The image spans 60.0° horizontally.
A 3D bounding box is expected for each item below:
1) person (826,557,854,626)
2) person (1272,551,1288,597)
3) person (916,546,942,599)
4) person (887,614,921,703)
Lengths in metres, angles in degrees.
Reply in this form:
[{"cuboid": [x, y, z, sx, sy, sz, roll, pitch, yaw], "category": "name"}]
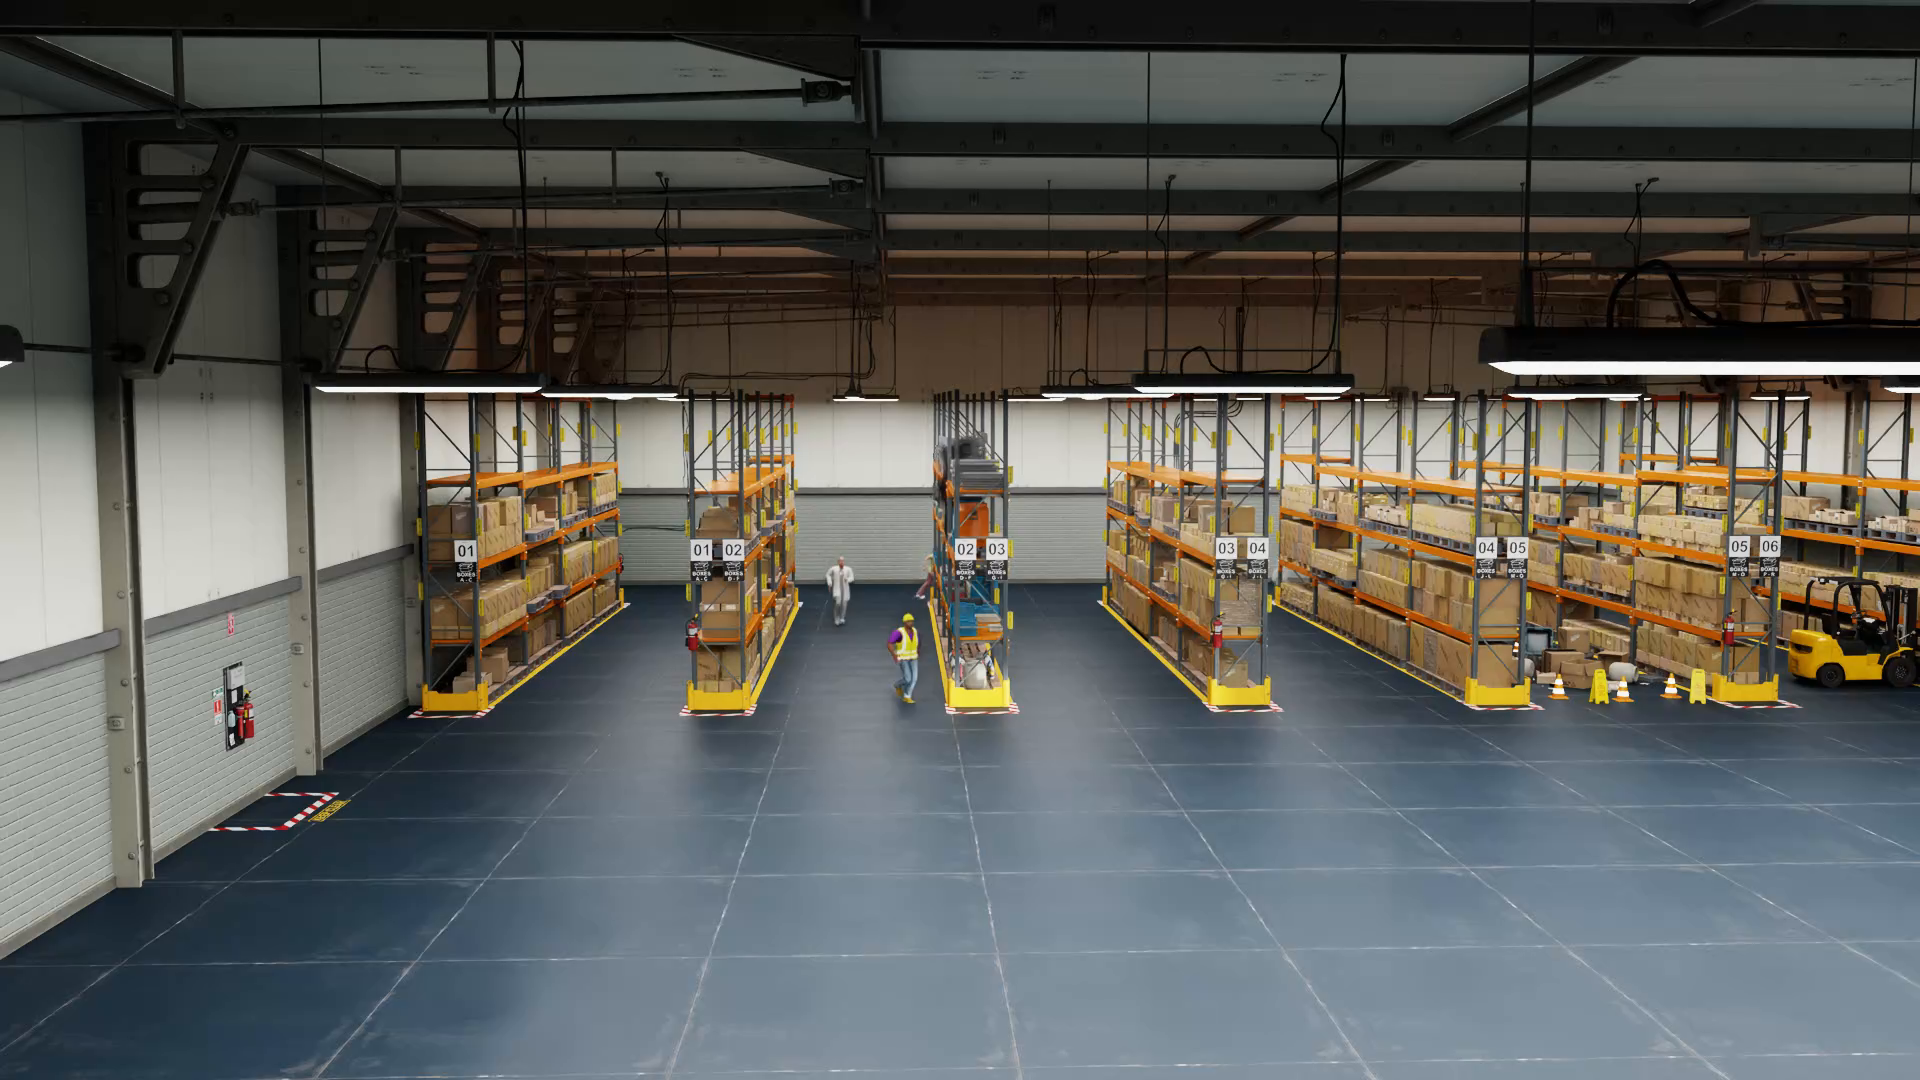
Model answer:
[{"cuboid": [-3.087, 1.328, 43.098, 0.680, 1.791, 0.765, -1, 5, -14], "category": "person"}, {"cuboid": [9.621, 0.837, 49.278, 0.691, 1.814, 0.684, -4, 6, -37], "category": "person"}, {"cuboid": [-0.804, 0.960, 48.450, 0.985, 1.577, 0.574, 1, 5, 17], "category": "person"}, {"cuboid": [-1.043, 2.267, 31.926, 0.723, 1.709, 0.624, -3, 6, -34], "category": "person"}]
